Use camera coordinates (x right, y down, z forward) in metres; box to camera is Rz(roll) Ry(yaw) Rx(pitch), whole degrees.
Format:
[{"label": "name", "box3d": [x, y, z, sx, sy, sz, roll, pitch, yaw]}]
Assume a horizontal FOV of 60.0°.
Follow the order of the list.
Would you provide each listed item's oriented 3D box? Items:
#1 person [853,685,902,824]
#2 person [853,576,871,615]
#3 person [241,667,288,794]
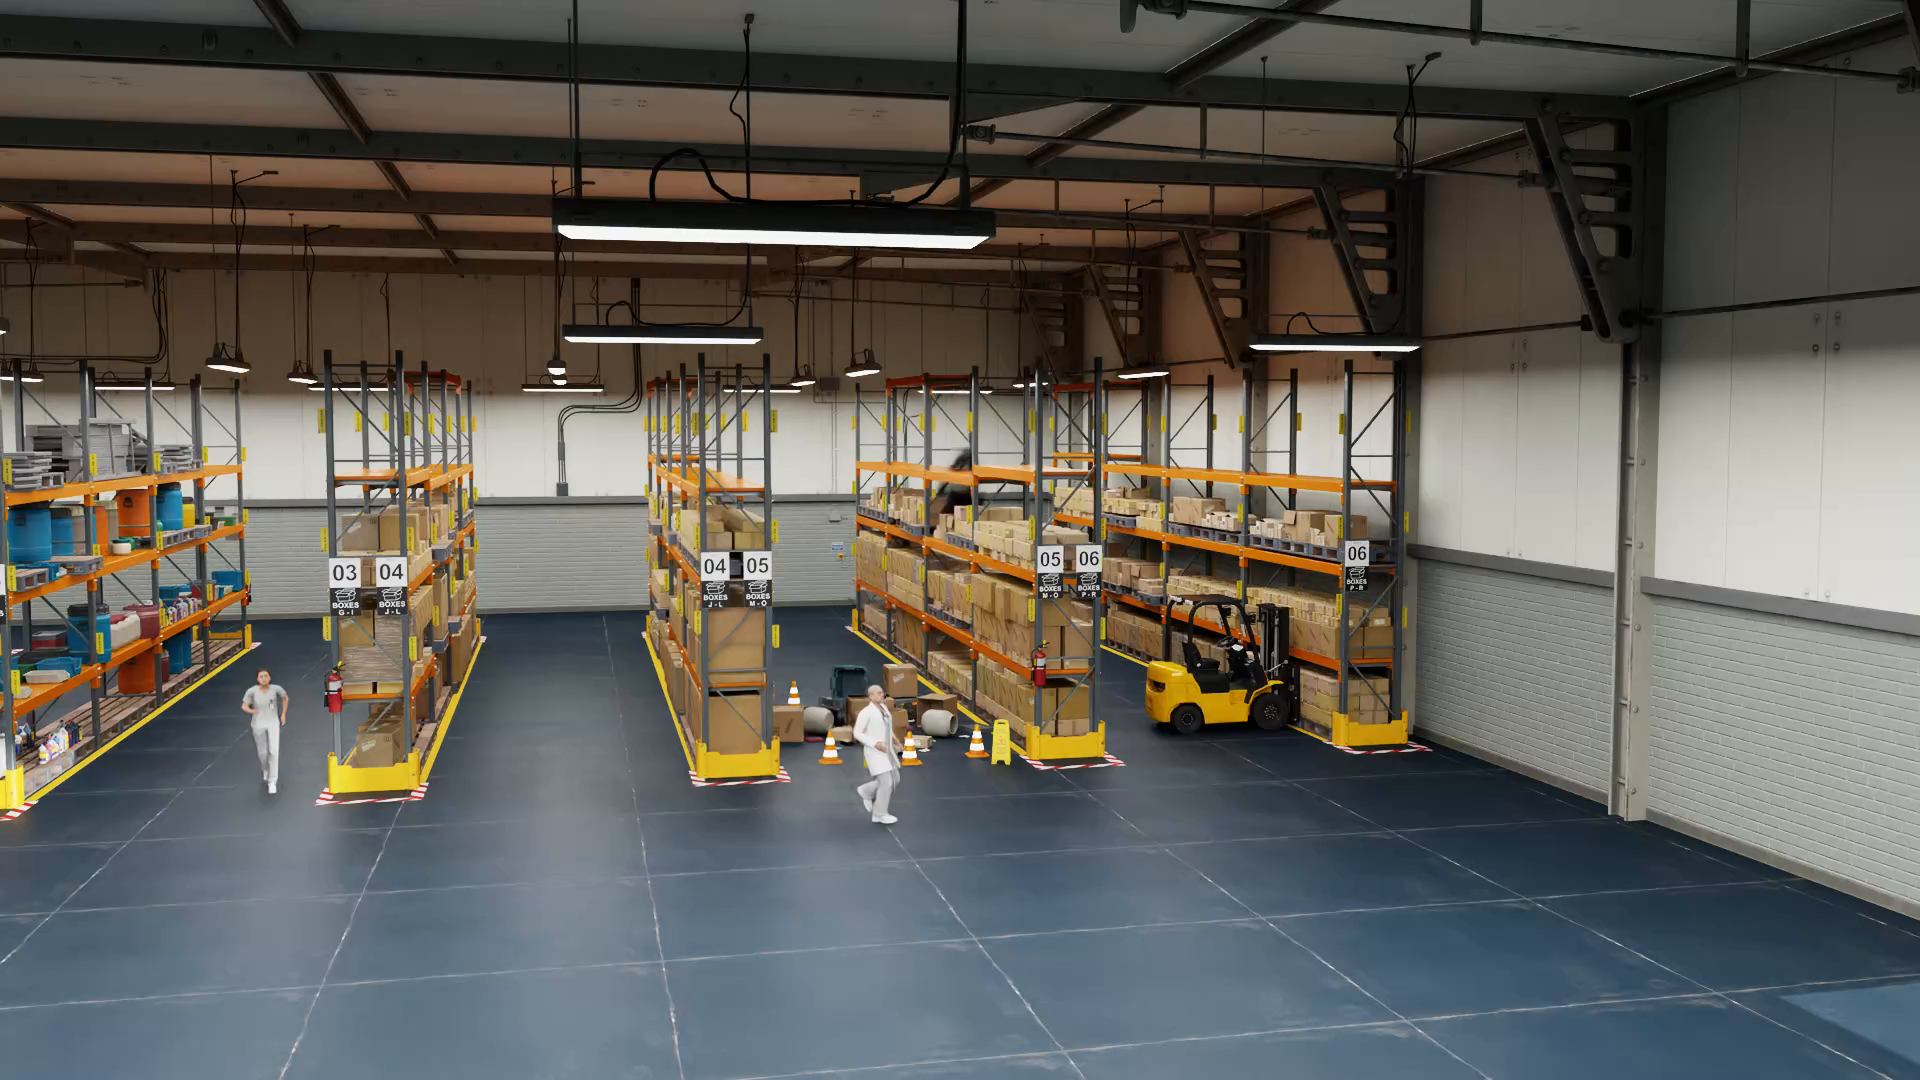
[{"label": "person", "box3d": [-1.062, 2.681, 20.915, 0.670, 1.724, 0.708, 3, 5, 32]}, {"label": "person", "box3d": [-2.367, 1.238, 41.768, 0.673, 1.809, 0.686, 0, 4, 2]}, {"label": "person", "box3d": [-9.551, 2.581, 22.867, 0.596, 1.682, 0.935, -1, 4, -20]}]
